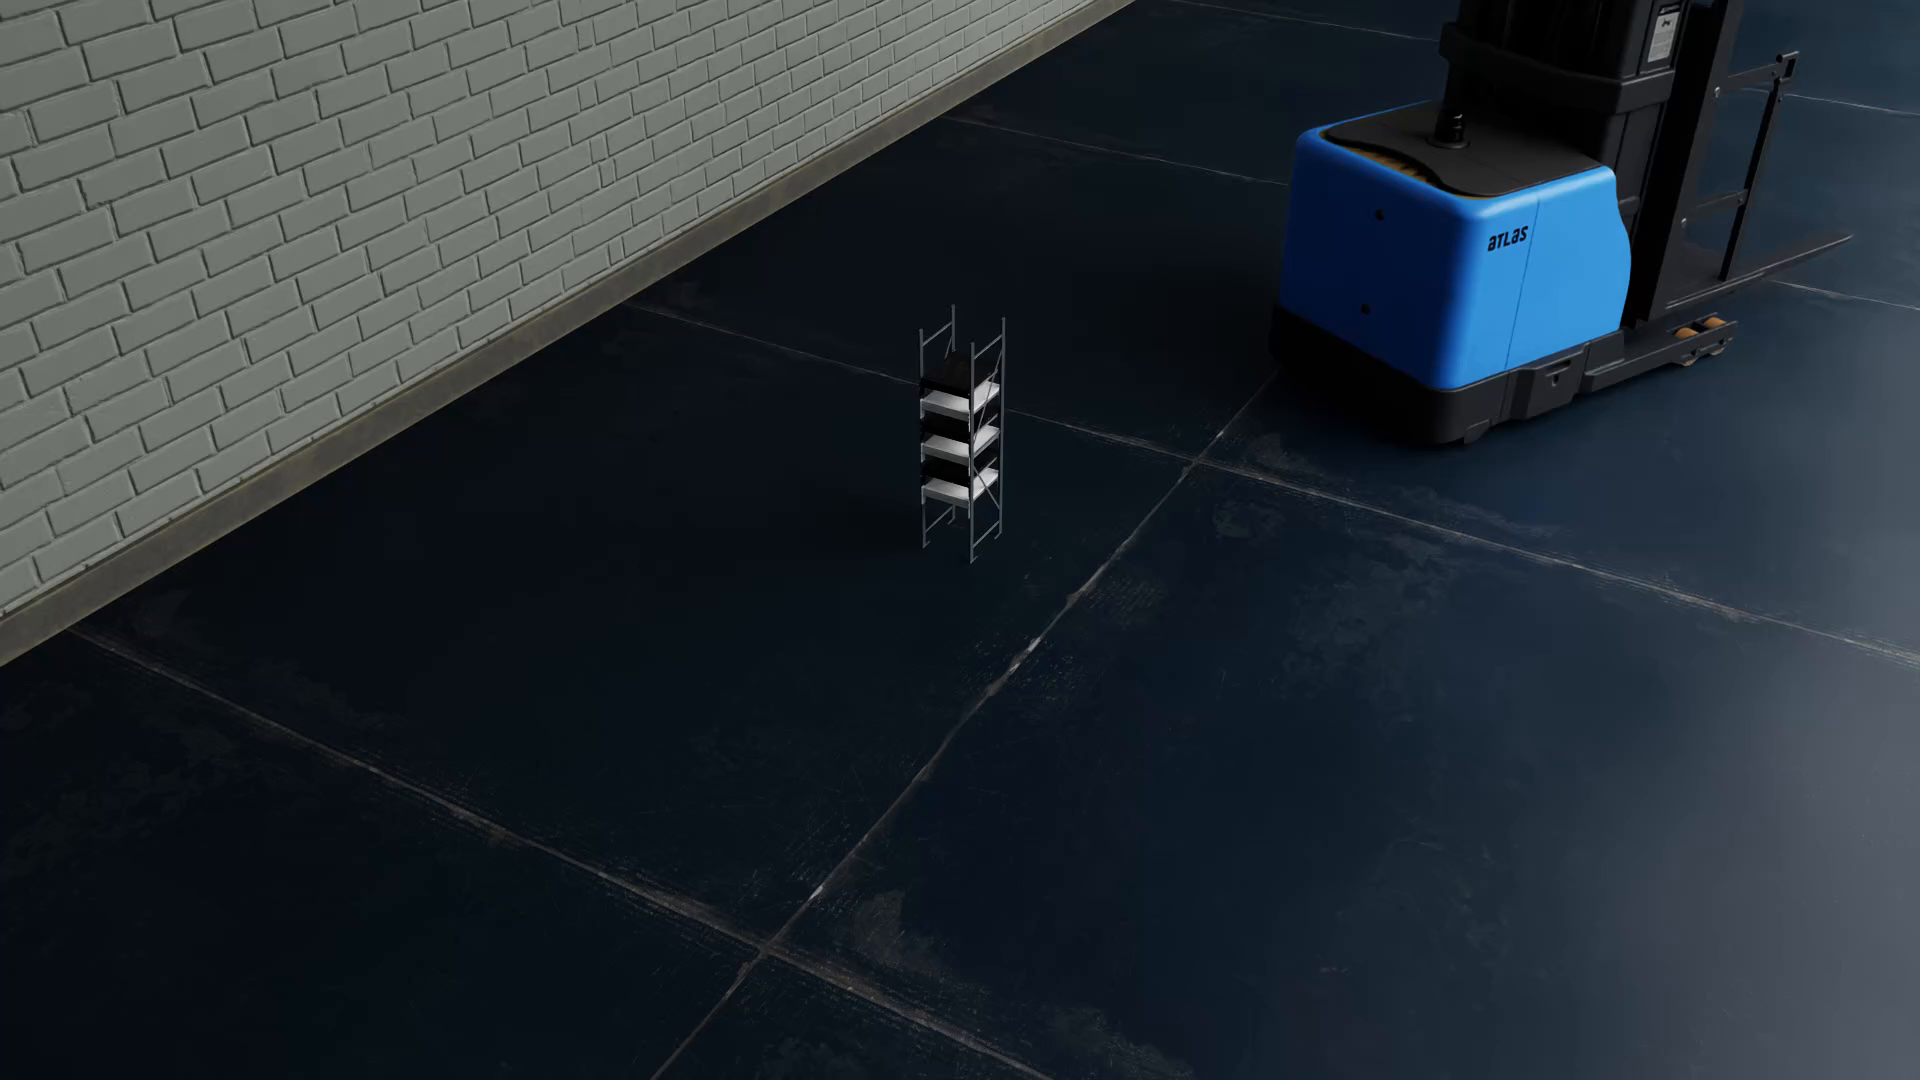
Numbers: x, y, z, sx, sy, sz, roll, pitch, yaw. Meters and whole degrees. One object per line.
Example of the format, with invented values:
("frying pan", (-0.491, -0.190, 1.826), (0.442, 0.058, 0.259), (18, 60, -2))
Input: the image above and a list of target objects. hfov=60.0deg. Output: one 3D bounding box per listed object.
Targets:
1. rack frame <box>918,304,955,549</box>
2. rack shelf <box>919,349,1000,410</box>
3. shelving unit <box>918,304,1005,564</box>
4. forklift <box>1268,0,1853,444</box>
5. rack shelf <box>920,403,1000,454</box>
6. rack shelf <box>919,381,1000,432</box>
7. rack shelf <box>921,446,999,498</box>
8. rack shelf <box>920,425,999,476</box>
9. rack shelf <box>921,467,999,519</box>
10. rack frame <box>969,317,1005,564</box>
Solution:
("rack frame", (-0.081, -0.400, 6.039), (0.006, 0.900, 0.240), (18, 37, 24))
("rack shelf", (0.007, -0.569, 5.866), (0.200, 0.077, 0.258), (18, 37, 24))
("shelving unit", (0.007, -0.372, 5.997), (0.210, 0.900, 0.258), (18, 37, 24))
("forklift", (2.886, -2.222, 6.942), (3.031, 2.935, 1.130), (-20, 38, -27))
("rack shelf", (0.007, -0.419, 5.966), (0.200, 0.077, 0.258), (18, 37, 24))
("rack shelf", (0.007, -0.494, 5.916), (0.200, 0.077, 0.258), (18, 37, 24))
("rack shelf", (0.007, -0.270, 6.066), (0.200, 0.077, 0.258), (18, 37, 24))
("rack shelf", (0.007, -0.345, 6.016), (0.200, 0.077, 0.258), (18, 37, 24))
("rack shelf", (0.007, -0.195, 6.115), (0.200, 0.077, 0.258), (18, 37, 24))
("rack frame", (0.095, -0.344, 5.955), (0.006, 0.900, 0.240), (18, 37, 24))
